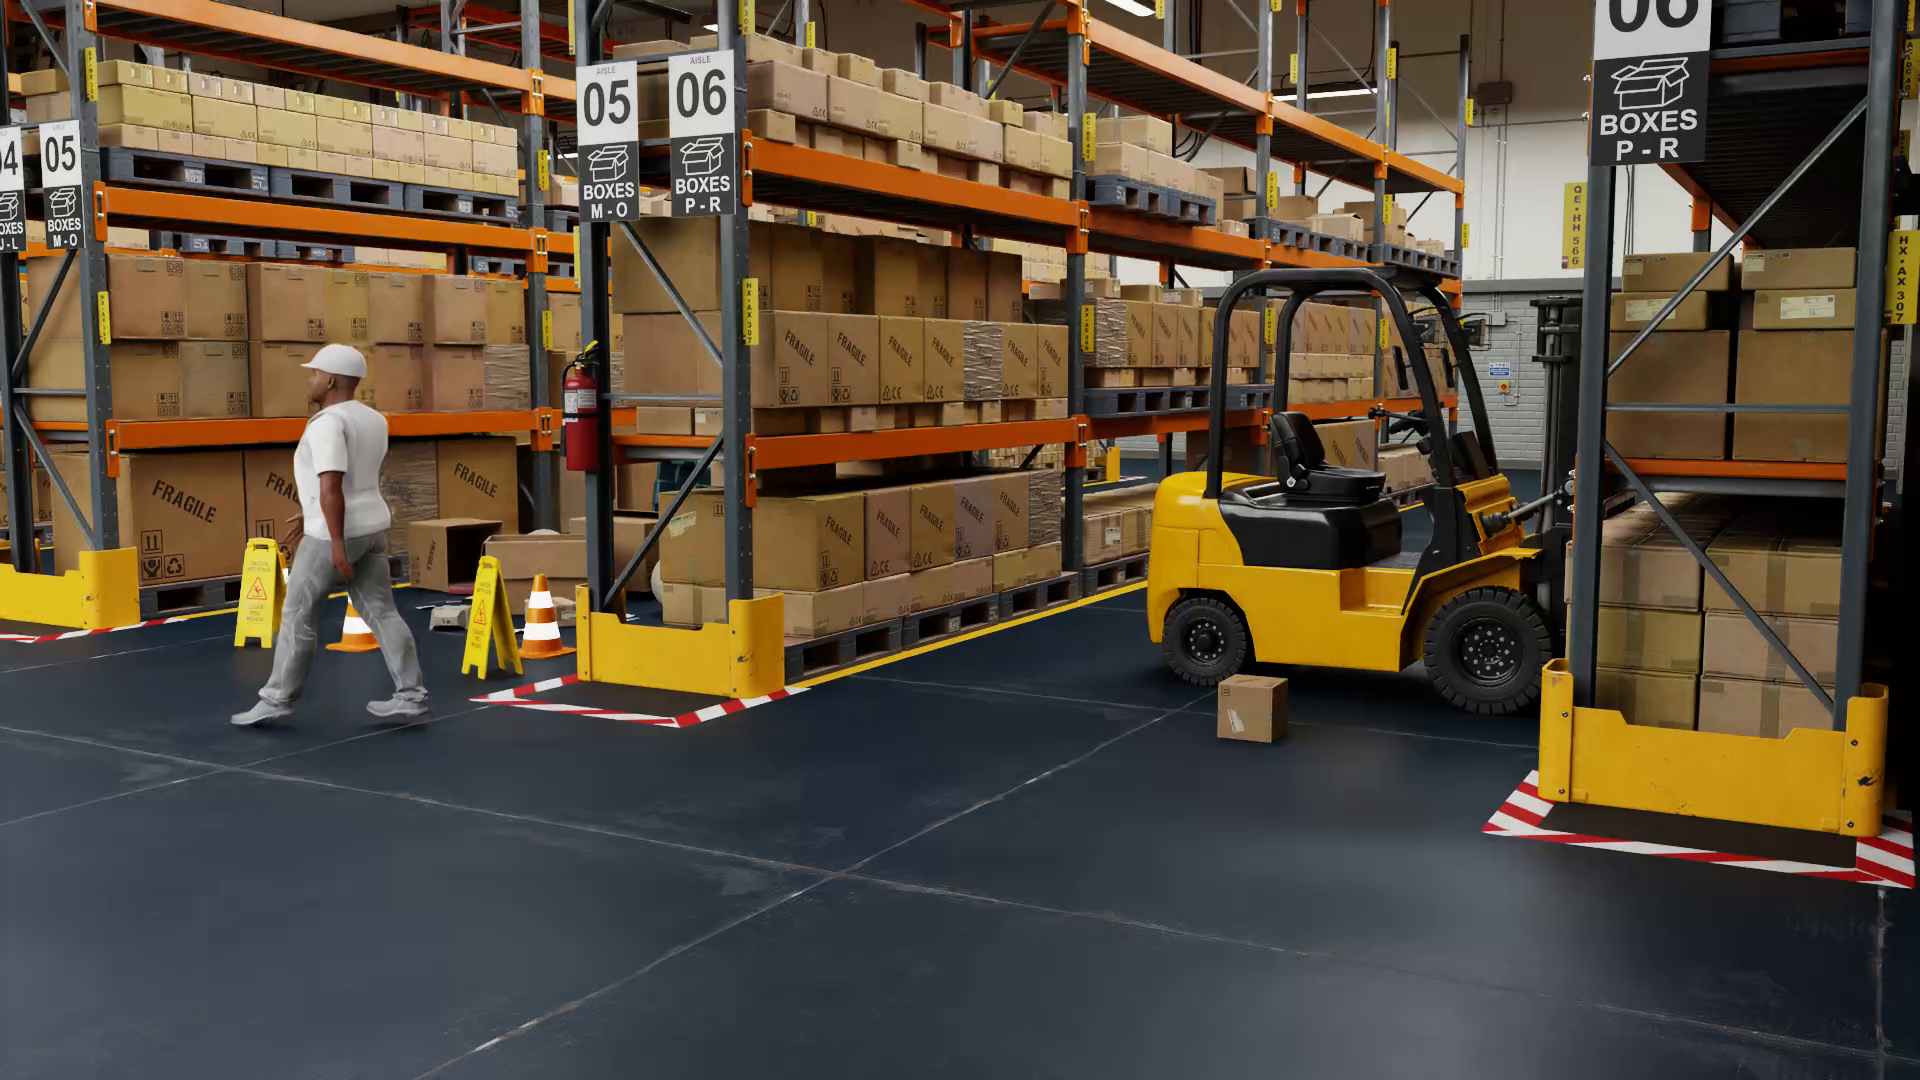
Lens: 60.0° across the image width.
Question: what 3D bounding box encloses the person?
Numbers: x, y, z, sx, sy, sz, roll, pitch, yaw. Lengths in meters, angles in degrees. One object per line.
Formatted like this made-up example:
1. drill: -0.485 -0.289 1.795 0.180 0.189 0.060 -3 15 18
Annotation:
1. person: -2.915 -0.024 7.680 0.904 1.749 0.570 1 6 13
